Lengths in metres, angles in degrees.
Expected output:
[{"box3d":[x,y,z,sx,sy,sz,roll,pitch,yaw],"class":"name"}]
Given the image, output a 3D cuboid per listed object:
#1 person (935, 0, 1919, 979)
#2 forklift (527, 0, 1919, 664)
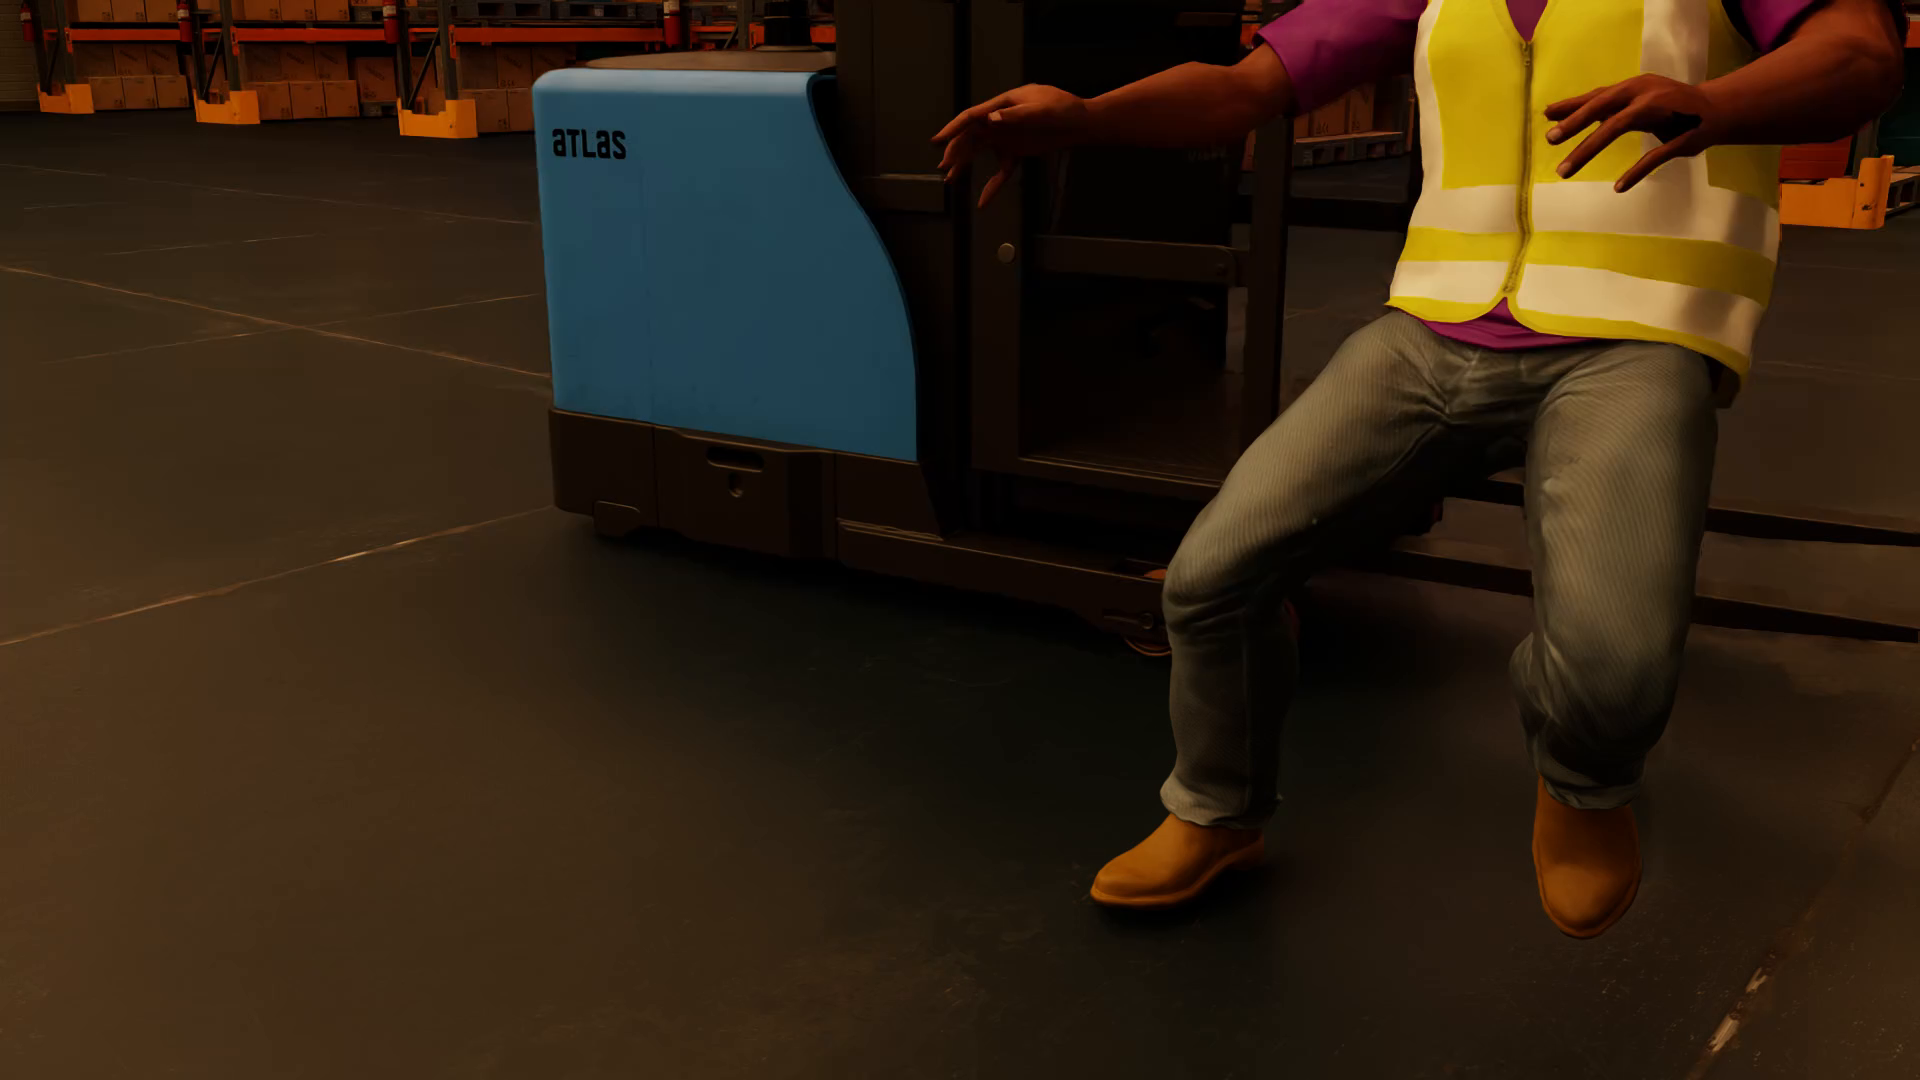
[{"box3d":[0.534,-0.217,1.880,0.788,1.600,0.856,-16,23,-41],"class":"person"},{"box3d":[0.574,-1.332,3.284,3.031,2.935,1.130,9,19,26],"class":"forklift"}]
